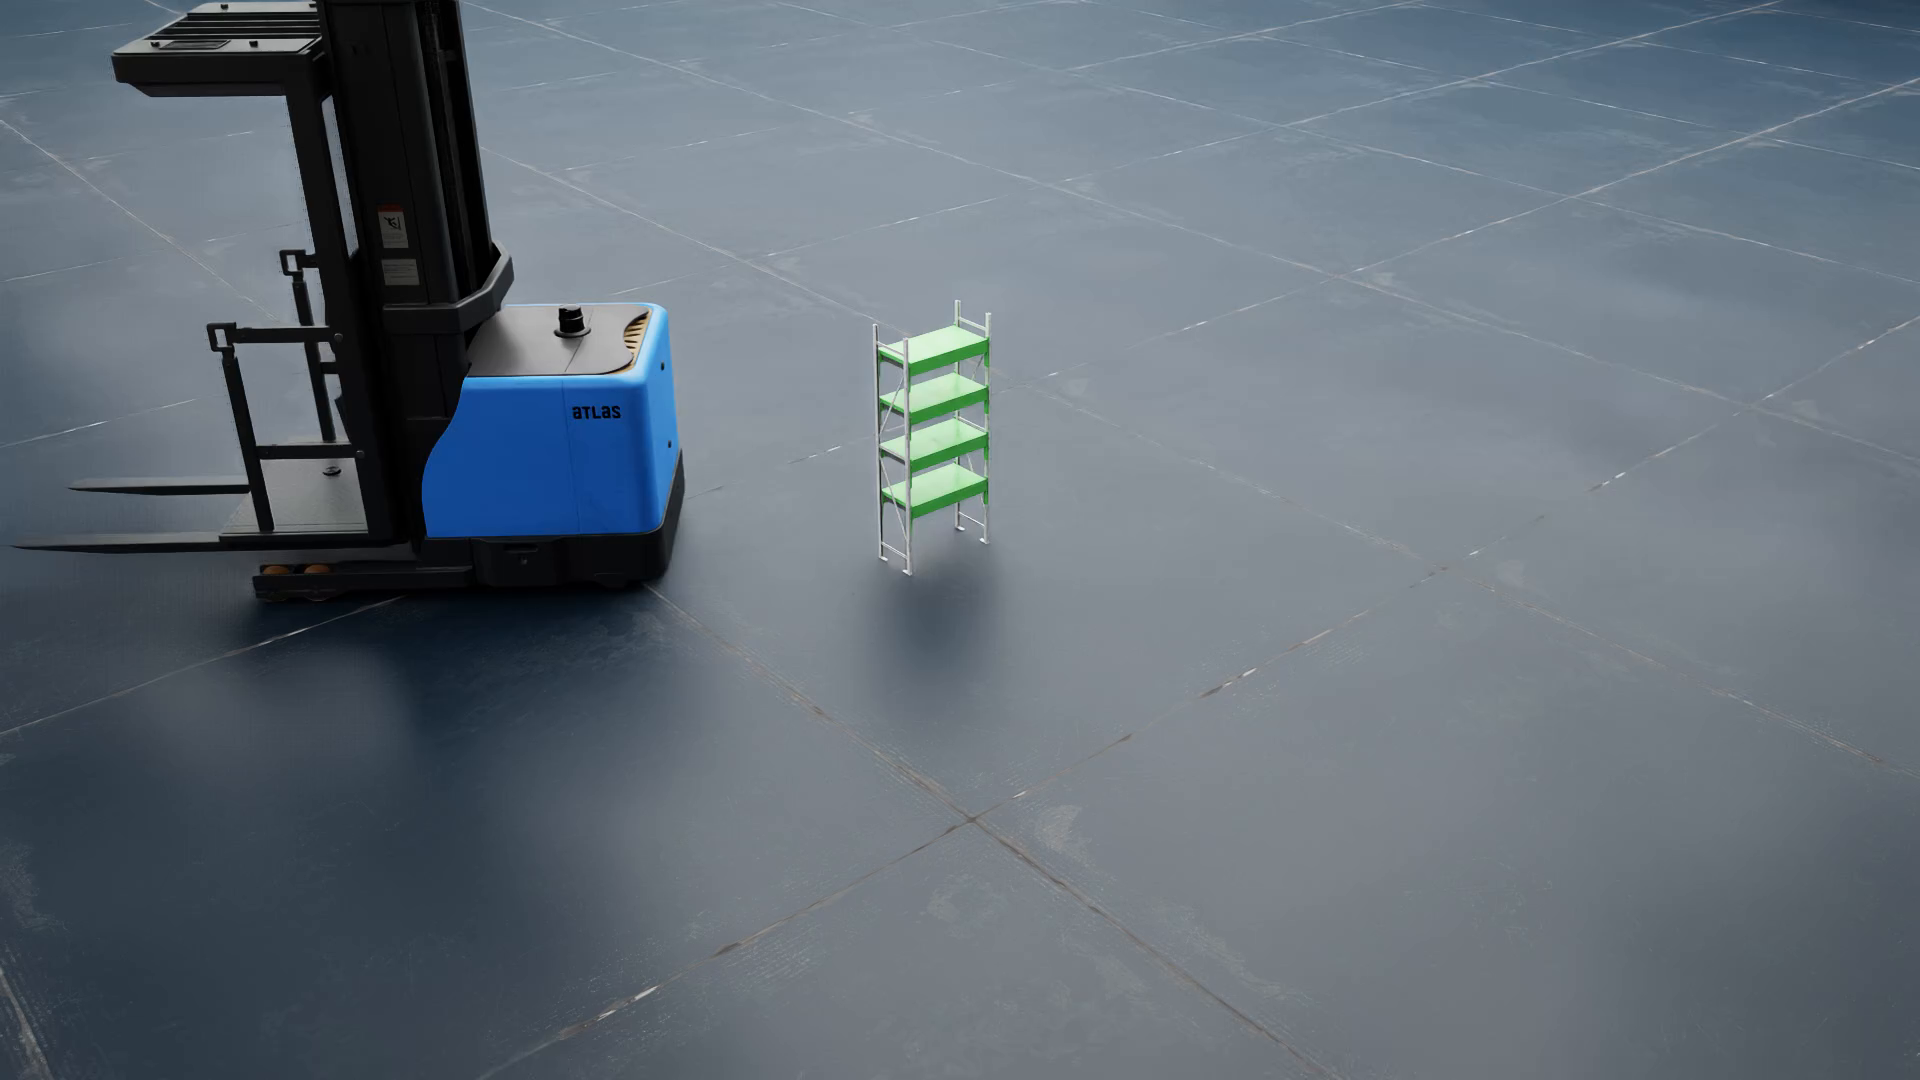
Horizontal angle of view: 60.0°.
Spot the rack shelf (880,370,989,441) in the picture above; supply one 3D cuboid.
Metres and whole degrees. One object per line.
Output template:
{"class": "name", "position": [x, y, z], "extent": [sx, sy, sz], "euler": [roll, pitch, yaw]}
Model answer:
{"class": "rack shelf", "position": [-0.126, -0.634, 7.789], "extent": [0.480, 0.148, 0.258], "euler": [-22, 35, -35]}

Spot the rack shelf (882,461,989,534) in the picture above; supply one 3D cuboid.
{"class": "rack shelf", "position": [-0.126, -0.211, 8.016], "extent": [0.480, 0.148, 0.258], "euler": [-22, 35, -35]}

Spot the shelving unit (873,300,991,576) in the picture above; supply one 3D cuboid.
{"class": "shelving unit", "position": [-0.126, -0.479, 7.872], "extent": [0.503, 1.200, 0.258], "euler": [-22, 35, -35]}

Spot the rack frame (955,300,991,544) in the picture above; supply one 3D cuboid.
{"class": "rack frame", "position": [0.060, -0.553, 8.012], "extent": [0.015, 1.200, 0.240], "euler": [-22, 35, -35]}

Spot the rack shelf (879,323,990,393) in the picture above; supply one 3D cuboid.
{"class": "rack shelf", "position": [-0.126, -0.846, 7.676], "extent": [0.480, 0.148, 0.258], "euler": [-22, 35, -35]}

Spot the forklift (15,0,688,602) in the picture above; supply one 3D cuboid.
{"class": "forklift", "position": [-2.896, -1.260, 7.498], "extent": [3.031, 2.935, 1.130], "euler": [-1, 28, -2]}

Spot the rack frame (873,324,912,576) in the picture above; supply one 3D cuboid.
{"class": "rack frame", "position": [-0.312, -0.404, 7.733], "extent": [0.015, 1.200, 0.240], "euler": [-22, 35, -35]}

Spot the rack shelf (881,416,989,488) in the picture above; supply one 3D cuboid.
{"class": "rack shelf", "position": [-0.126, -0.422, 7.903], "extent": [0.480, 0.148, 0.258], "euler": [-22, 35, -35]}
